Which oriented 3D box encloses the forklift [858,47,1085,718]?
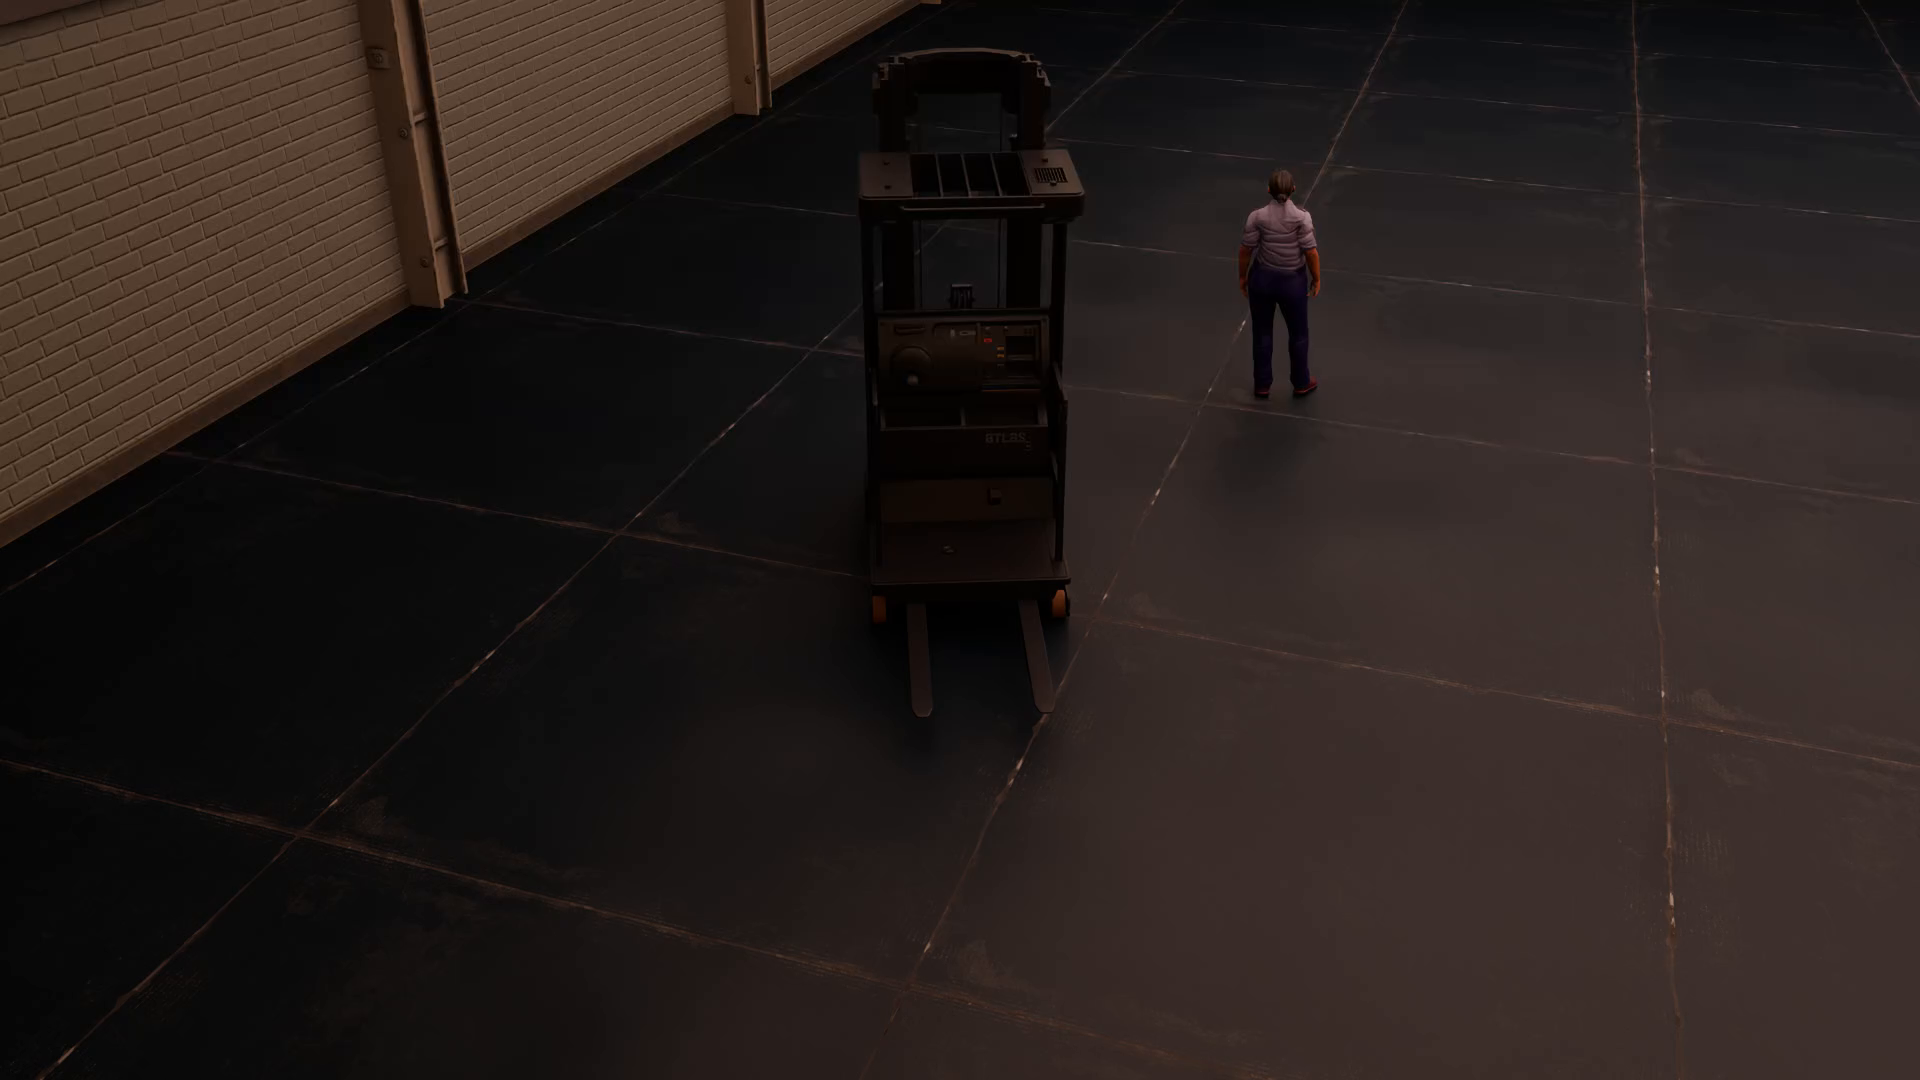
[{"bbox_3d":[0.035,-0.972,8.842,1.130,2.935,3.031,-2,30,-3],"label":"forklift"}]

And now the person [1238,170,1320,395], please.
[{"bbox_3d":[2.245,-1.800,11.576,0.598,1.651,0.502,10,31,17],"label":"person"}]
